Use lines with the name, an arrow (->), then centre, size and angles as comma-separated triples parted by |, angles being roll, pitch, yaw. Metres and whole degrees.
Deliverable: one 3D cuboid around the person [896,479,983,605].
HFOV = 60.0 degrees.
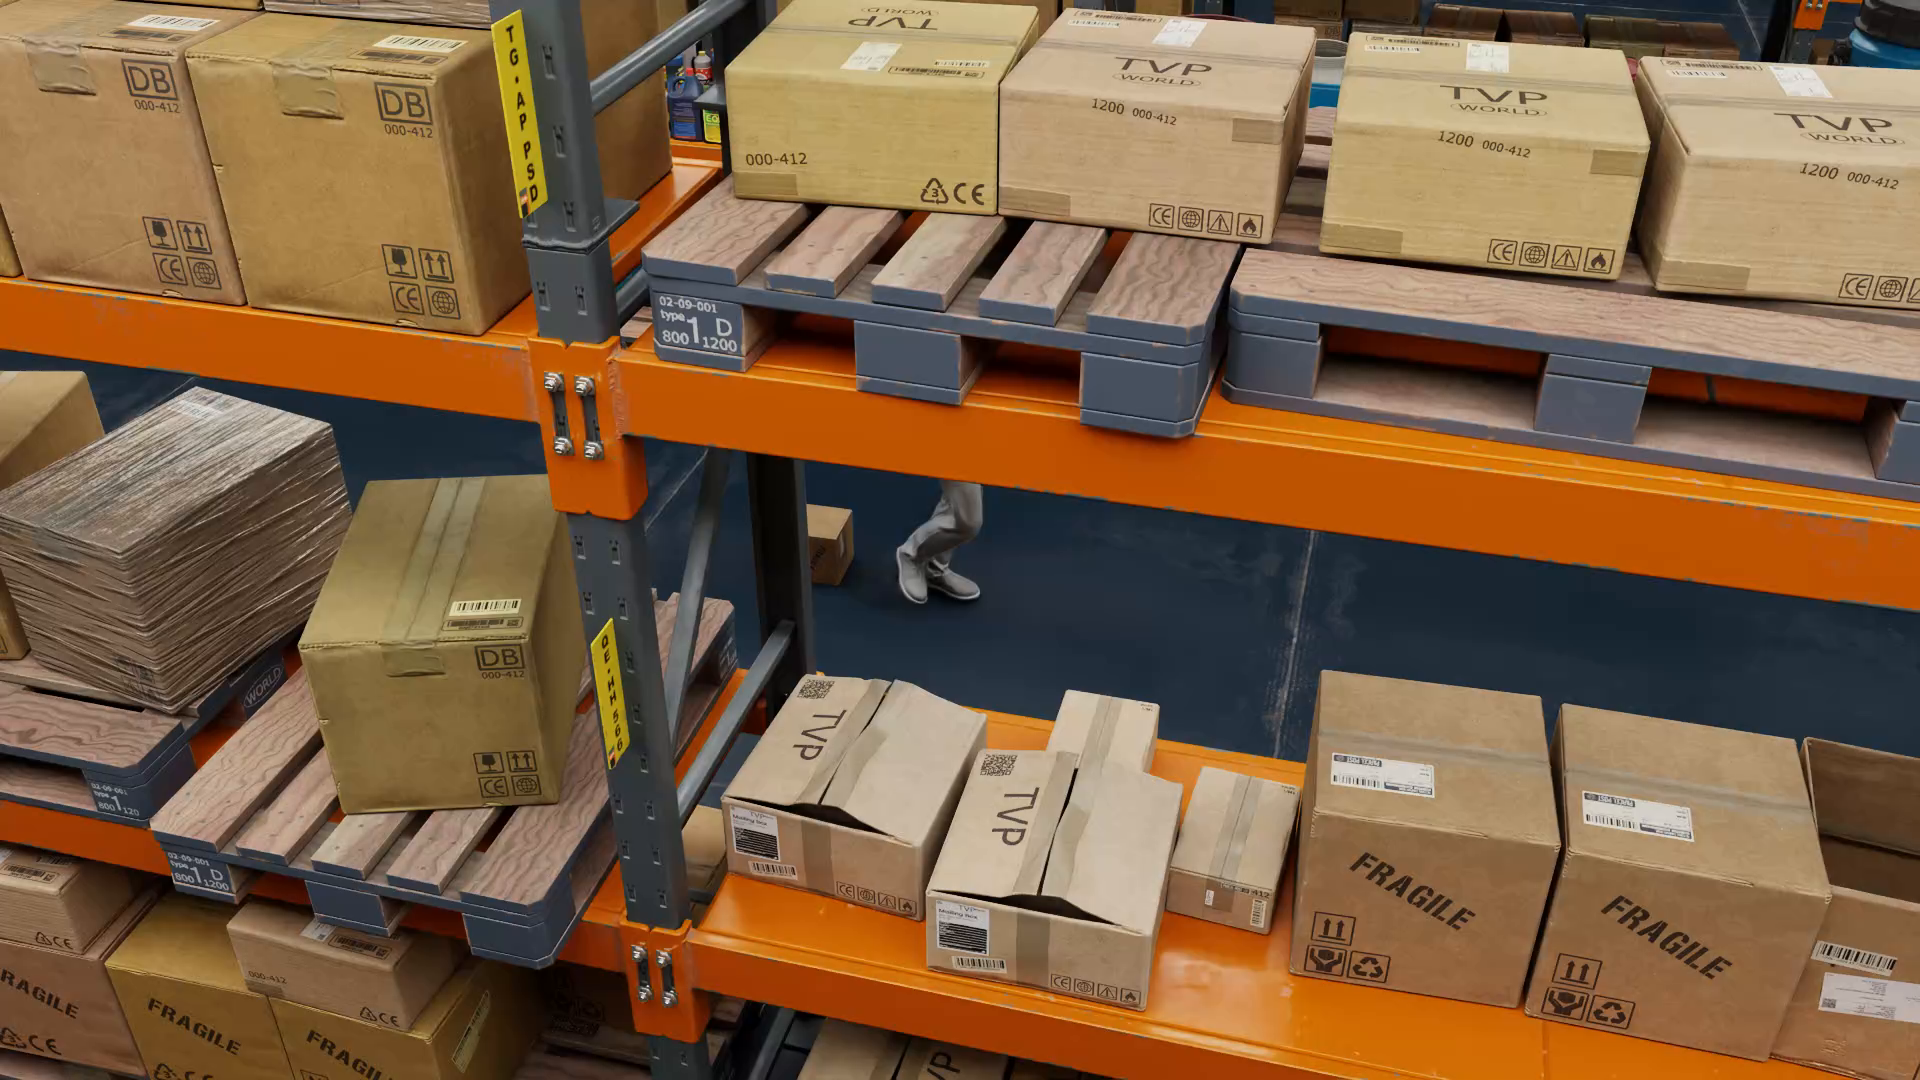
person -> -0.022, -0.471, 6.829 | 0.459, 1.668, 0.524 | 18, 37, 25
